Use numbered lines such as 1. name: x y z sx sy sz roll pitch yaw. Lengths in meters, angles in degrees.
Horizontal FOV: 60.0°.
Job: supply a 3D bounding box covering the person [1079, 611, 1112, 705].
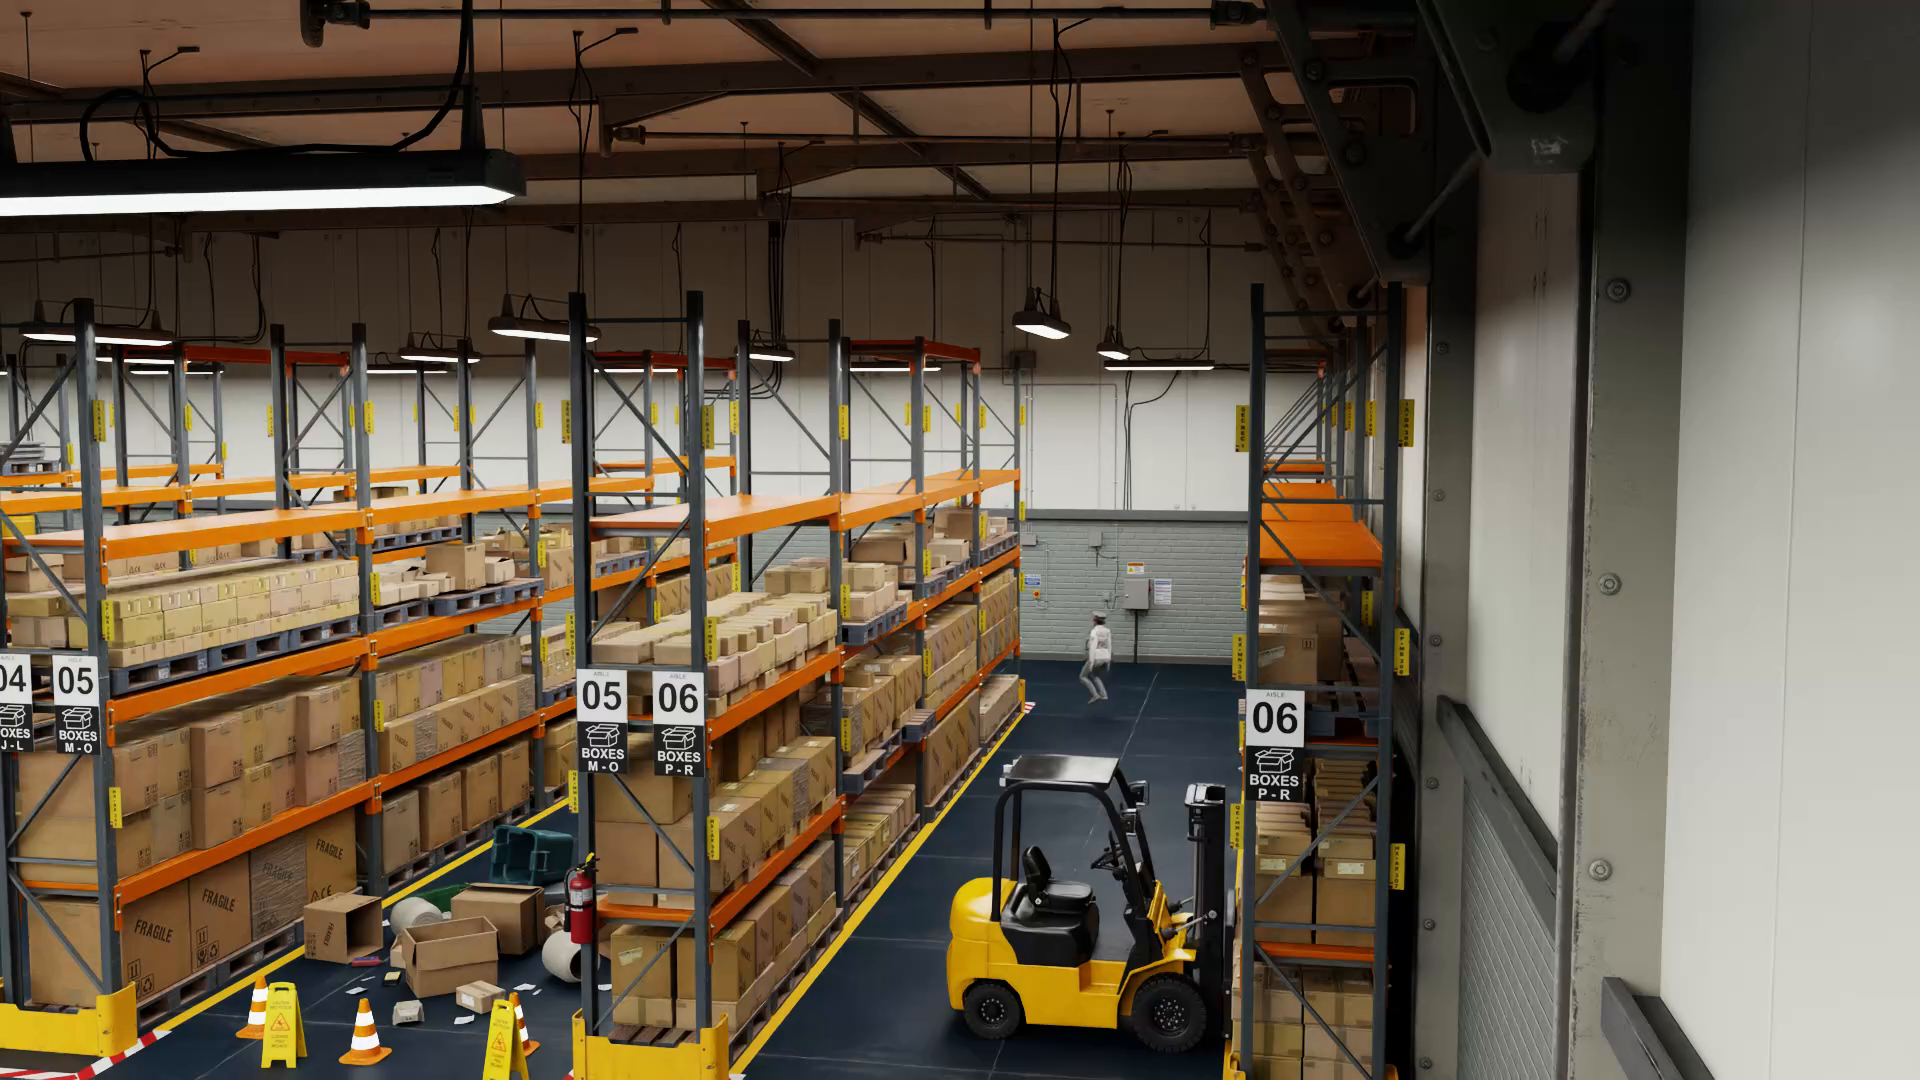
1. person: 2.294 1.962 27.747 0.507 1.564 0.459 -4 6 -39
